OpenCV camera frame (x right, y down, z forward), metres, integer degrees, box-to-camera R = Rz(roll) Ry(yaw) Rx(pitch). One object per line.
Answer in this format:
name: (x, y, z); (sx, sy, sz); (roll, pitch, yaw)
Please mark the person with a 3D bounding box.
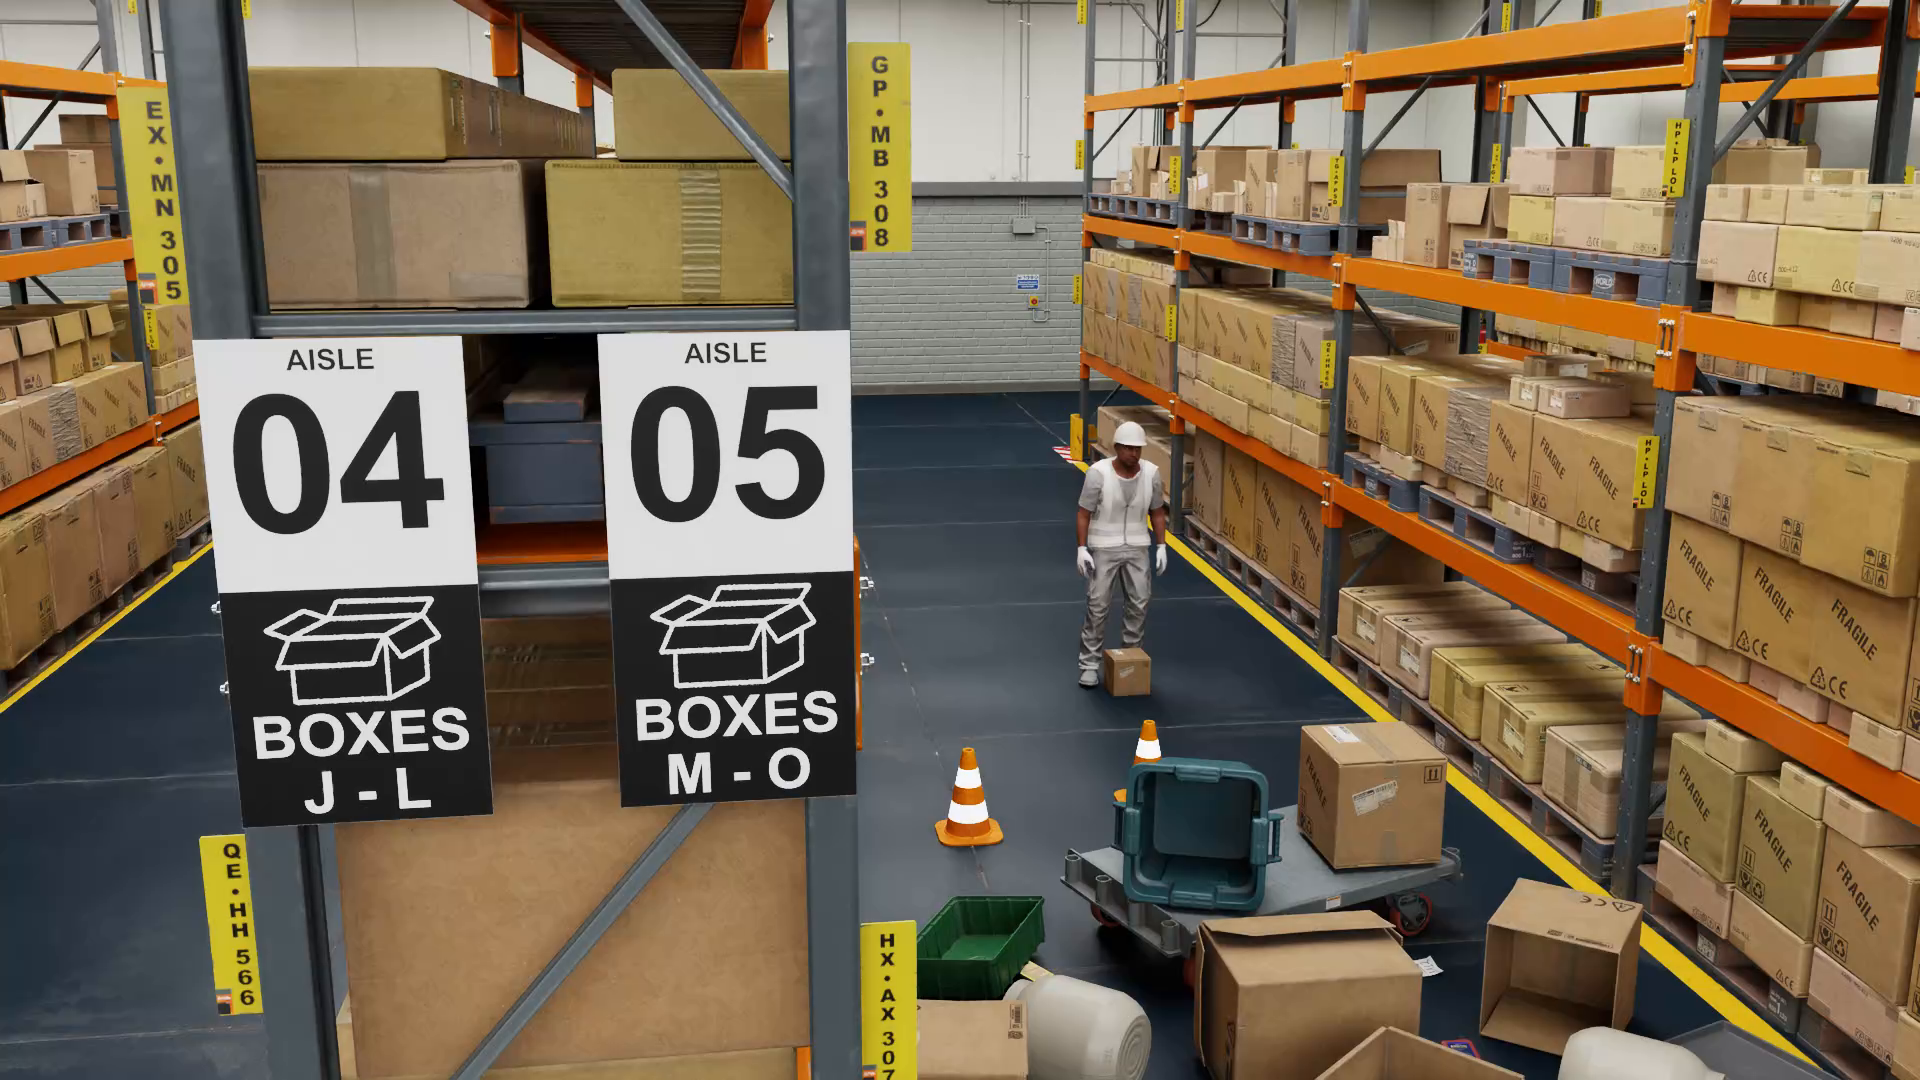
person: (1.077, 0.083, 11.093); (0.631, 1.776, 0.443); (-3, 13, -11)
